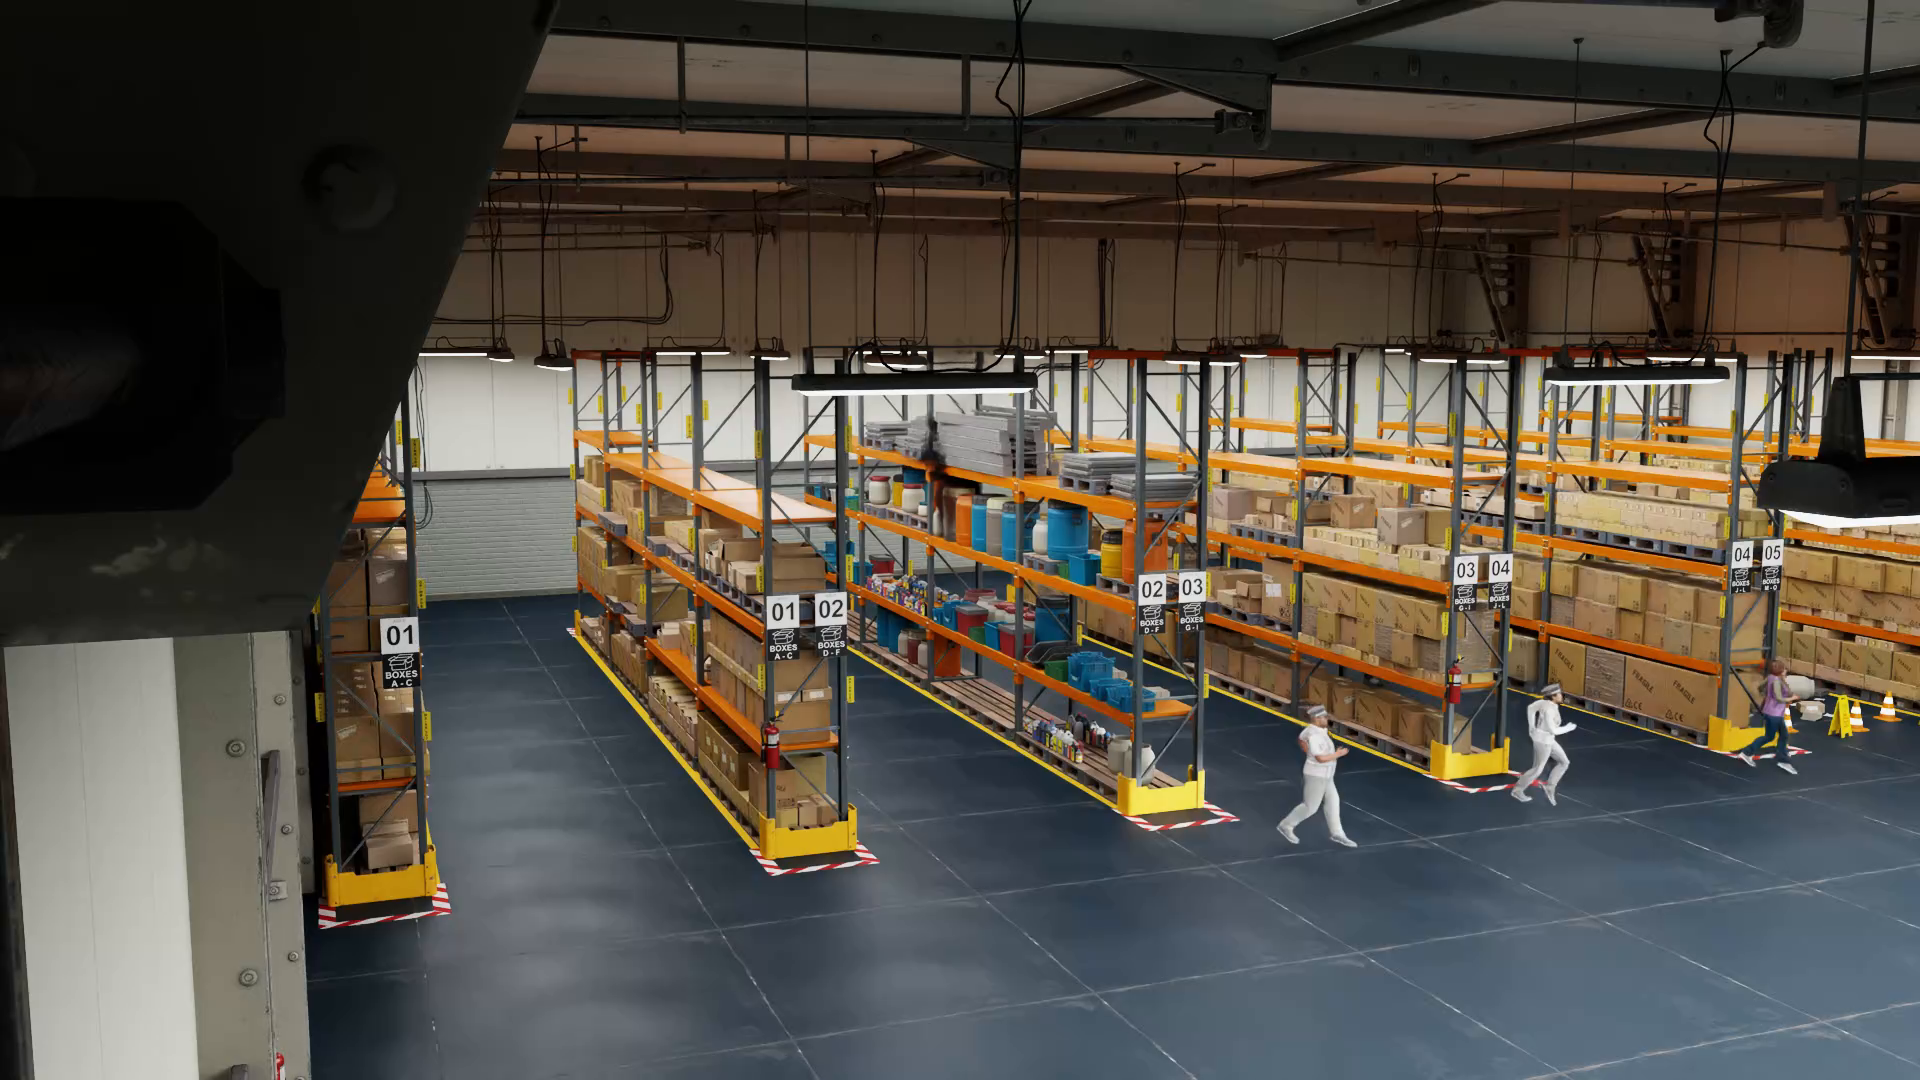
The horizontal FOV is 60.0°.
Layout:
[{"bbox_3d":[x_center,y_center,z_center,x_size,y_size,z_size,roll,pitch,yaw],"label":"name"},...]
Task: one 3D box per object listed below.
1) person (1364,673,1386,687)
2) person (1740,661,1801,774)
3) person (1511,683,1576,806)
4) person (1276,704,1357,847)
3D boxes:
[{"bbox_3d":[7.551,1.762,29.801,0.692,1.788,0.711,-4,8,-32],"label":"person"},{"bbox_3d":[11.728,2.549,24.043,0.771,1.631,0.575,3,8,21],"label":"person"},{"bbox_3d":[7.827,2.730,22.296,0.792,1.683,0.641,2,7,16],"label":"person"},{"bbox_3d":[4.404,2.893,20.452,0.968,1.785,0.638,2,7,16],"label":"person"}]
